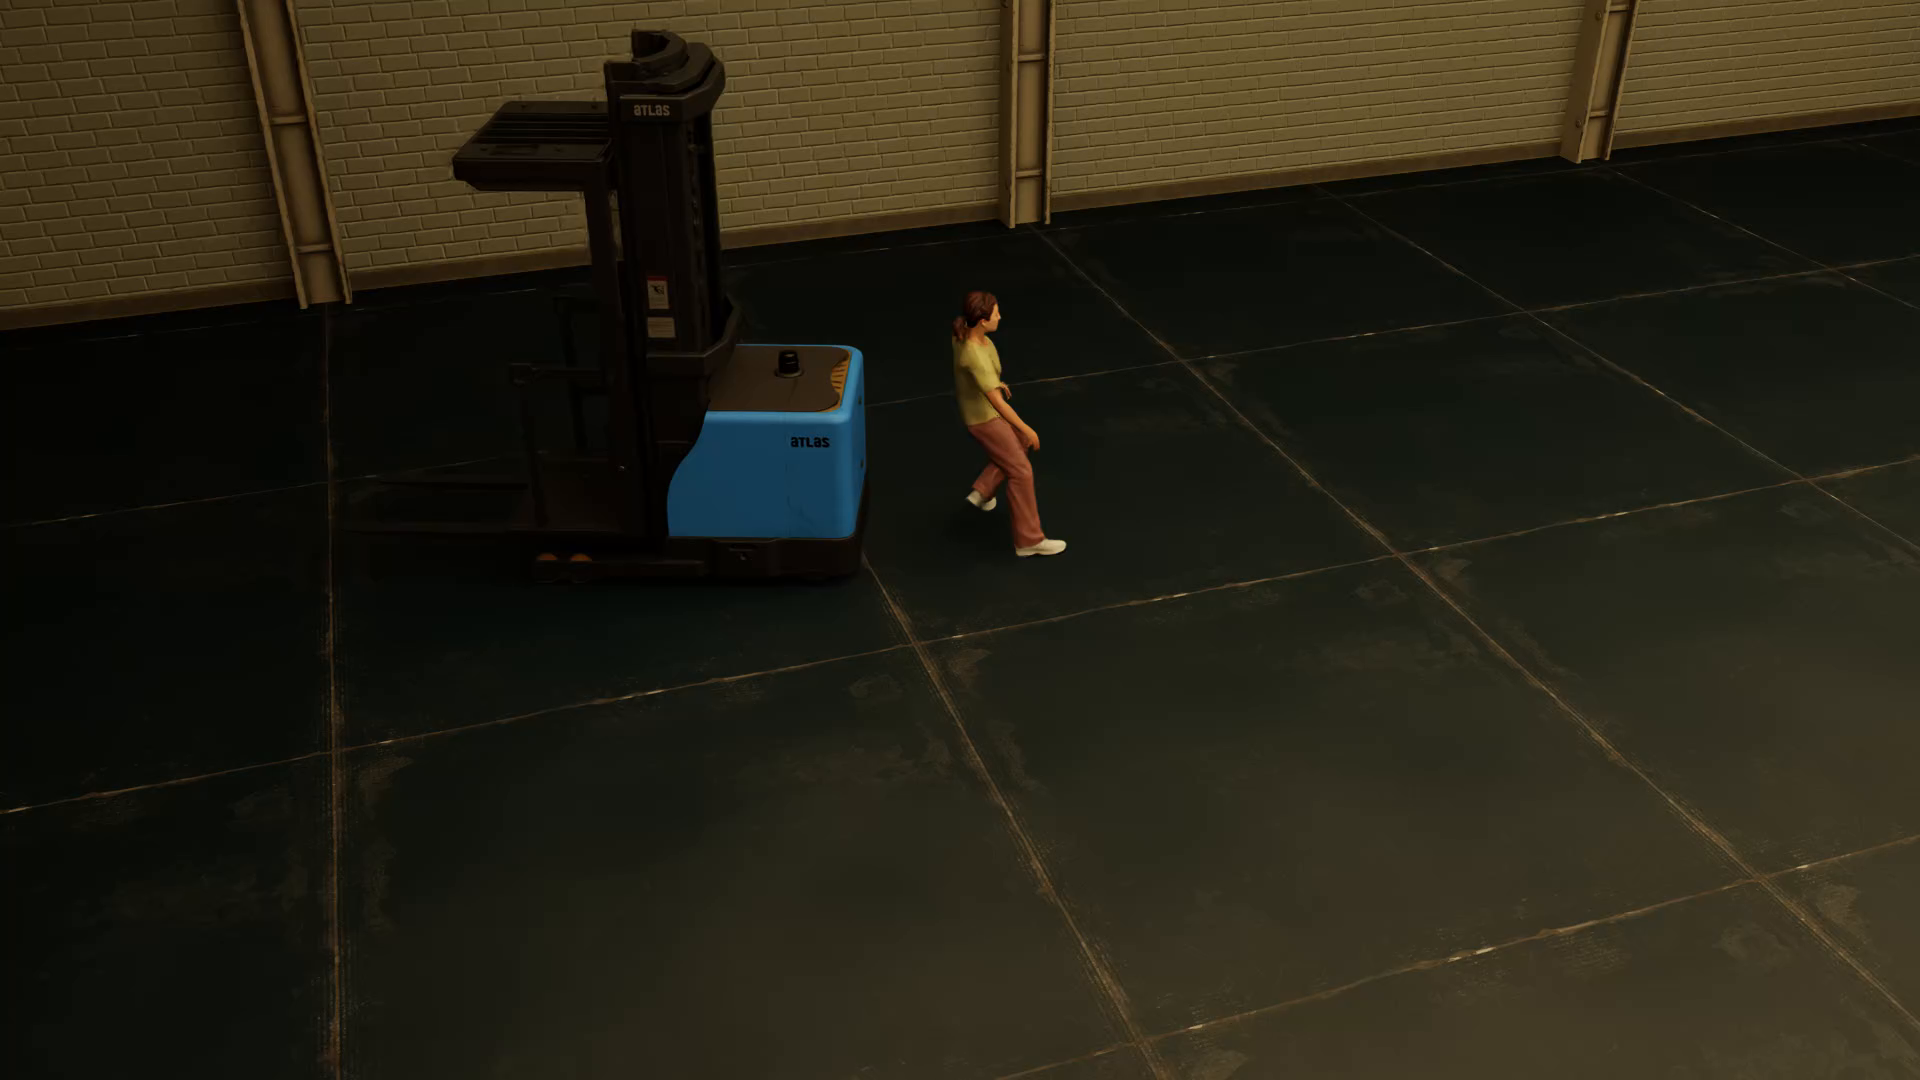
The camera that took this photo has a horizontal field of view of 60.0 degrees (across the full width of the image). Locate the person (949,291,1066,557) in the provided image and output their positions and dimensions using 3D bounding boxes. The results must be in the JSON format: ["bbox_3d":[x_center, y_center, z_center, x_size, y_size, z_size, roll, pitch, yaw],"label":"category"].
[{"bbox_3d":[0.267,-0.726,9.717,0.671,1.565,0.671,-3,30,-6],"label":"person"}]

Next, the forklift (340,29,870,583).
[{"bbox_3d":[-2.089,-1.283,9.318,3.031,2.935,1.130,1,30,1],"label":"forklift"}]
